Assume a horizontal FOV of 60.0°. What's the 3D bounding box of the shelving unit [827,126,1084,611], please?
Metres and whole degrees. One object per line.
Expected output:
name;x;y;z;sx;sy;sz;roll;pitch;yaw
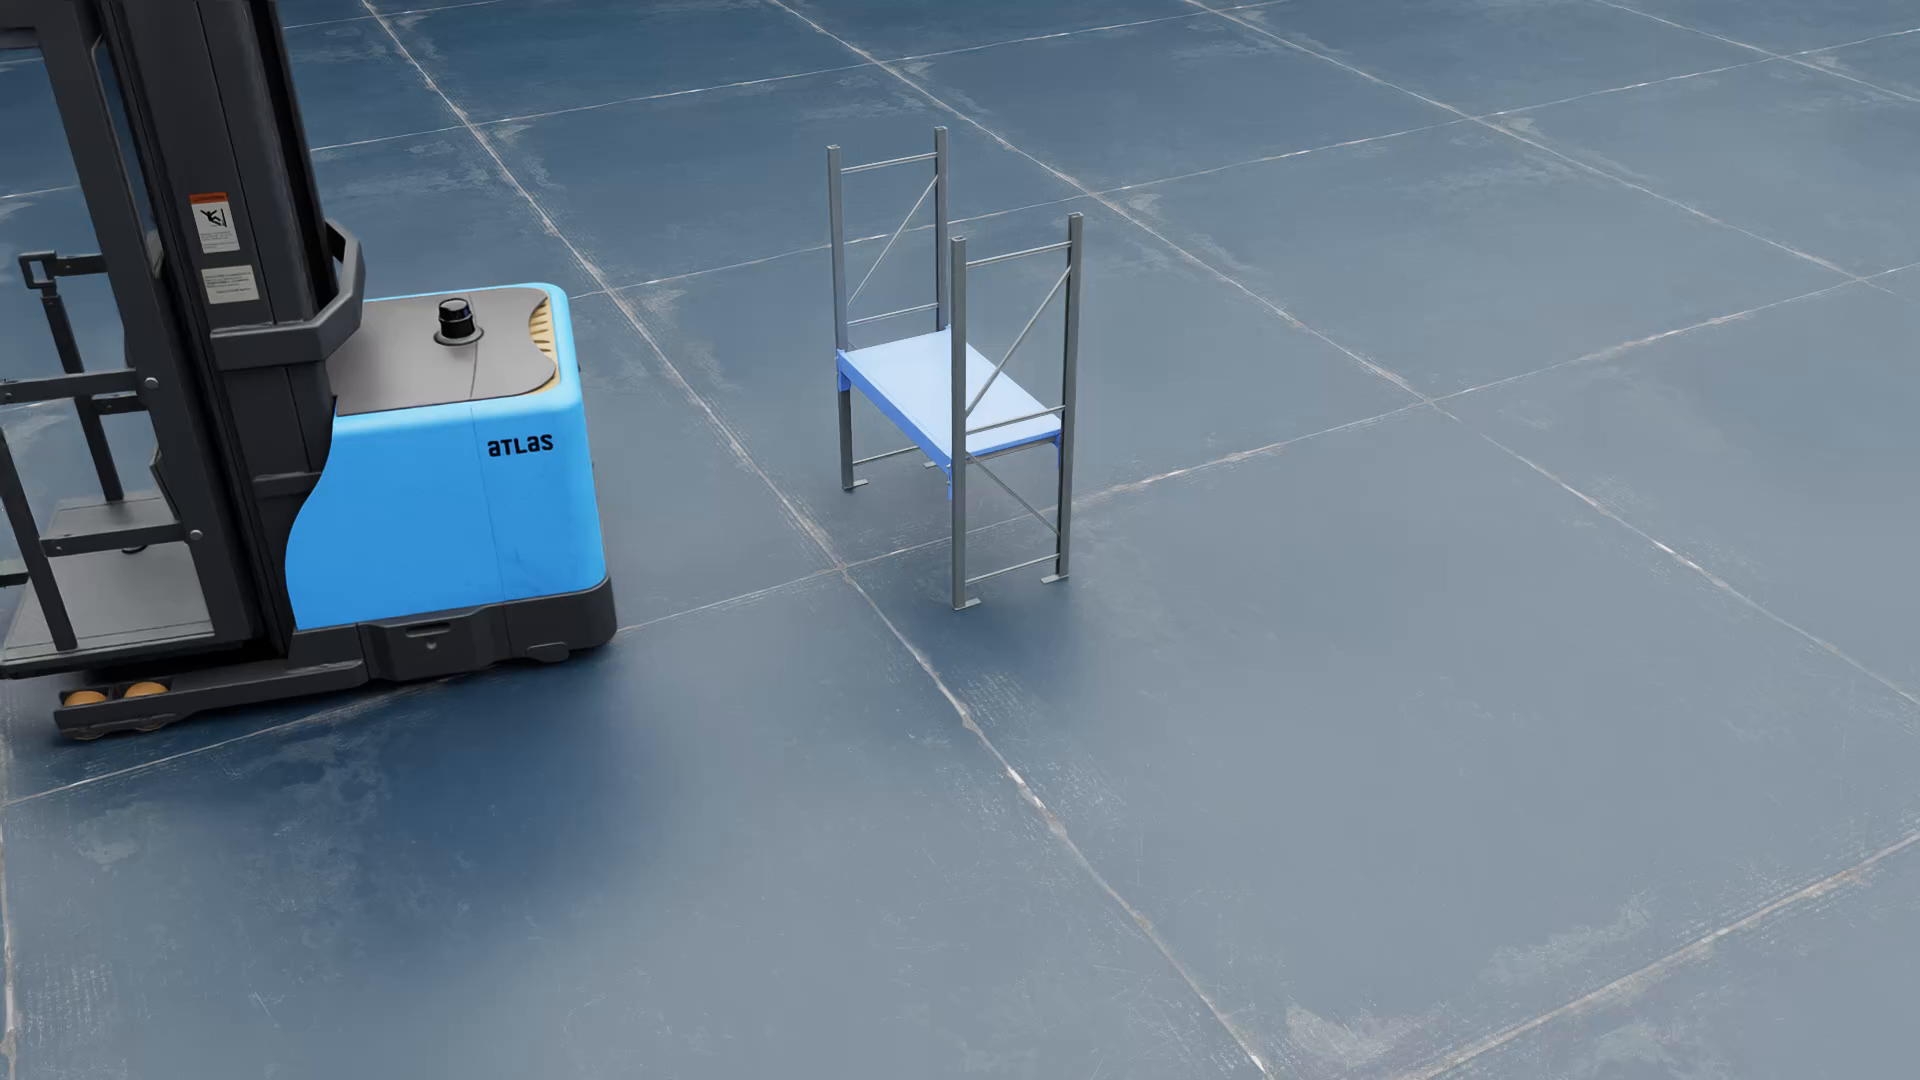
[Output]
shelving unit;-0.040;-0.672;6.409;0.538;1.500;1.048;-16;36;-23

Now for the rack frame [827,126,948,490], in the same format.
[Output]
rack frame;-0.277;-0.915;6.788;0.500;1.500;0.032;-16;36;-23

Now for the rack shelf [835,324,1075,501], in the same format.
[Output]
rack shelf;-0.040;-0.521;6.506;0.538;0.185;1.000;-16;36;-23

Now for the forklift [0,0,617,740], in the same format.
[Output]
forklift;-2.833;-0.867;5.387;3.031;2.935;1.130;-8;34;-12

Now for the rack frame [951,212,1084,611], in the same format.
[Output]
rack frame;0.197;-0.430;6.030;0.500;1.500;0.032;-16;36;-23
